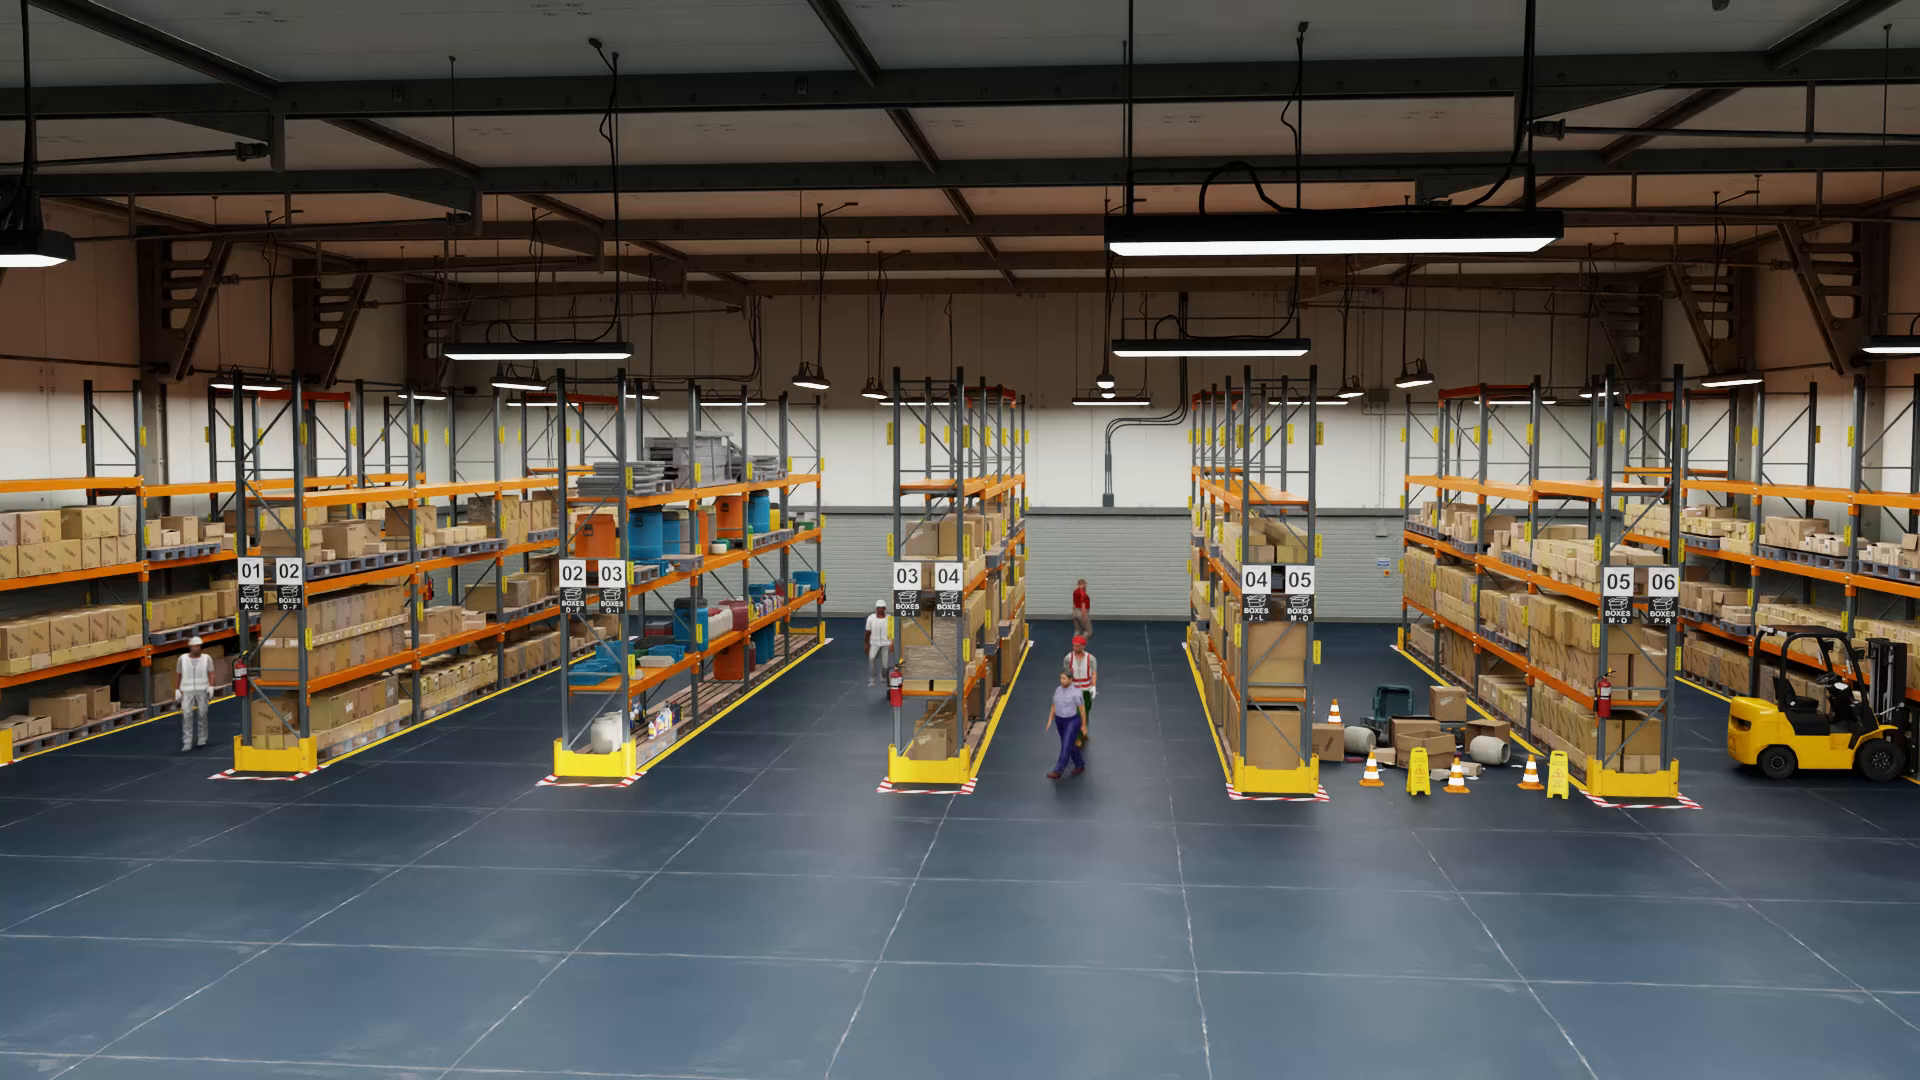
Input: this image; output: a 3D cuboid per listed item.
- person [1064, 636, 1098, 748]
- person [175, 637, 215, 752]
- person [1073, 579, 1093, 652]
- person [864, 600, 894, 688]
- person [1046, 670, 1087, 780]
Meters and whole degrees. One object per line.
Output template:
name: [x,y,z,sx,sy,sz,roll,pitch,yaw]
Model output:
person: [1.946,2.425,26.927,0.561,1.744,0.930,0,4,2]
person: [-12.282,2.462,26.702,0.590,1.785,0.742,-2,4,-26]
person: [2.795,1.778,38.299,0.390,1.774,0.573,-2,4,-24]
person: [-1.506,1.945,31.608,0.603,1.617,0.960,0,4,-6]
person: [1.510,2.683,24.253,1.047,1.586,0.505,-3,5,-41]
